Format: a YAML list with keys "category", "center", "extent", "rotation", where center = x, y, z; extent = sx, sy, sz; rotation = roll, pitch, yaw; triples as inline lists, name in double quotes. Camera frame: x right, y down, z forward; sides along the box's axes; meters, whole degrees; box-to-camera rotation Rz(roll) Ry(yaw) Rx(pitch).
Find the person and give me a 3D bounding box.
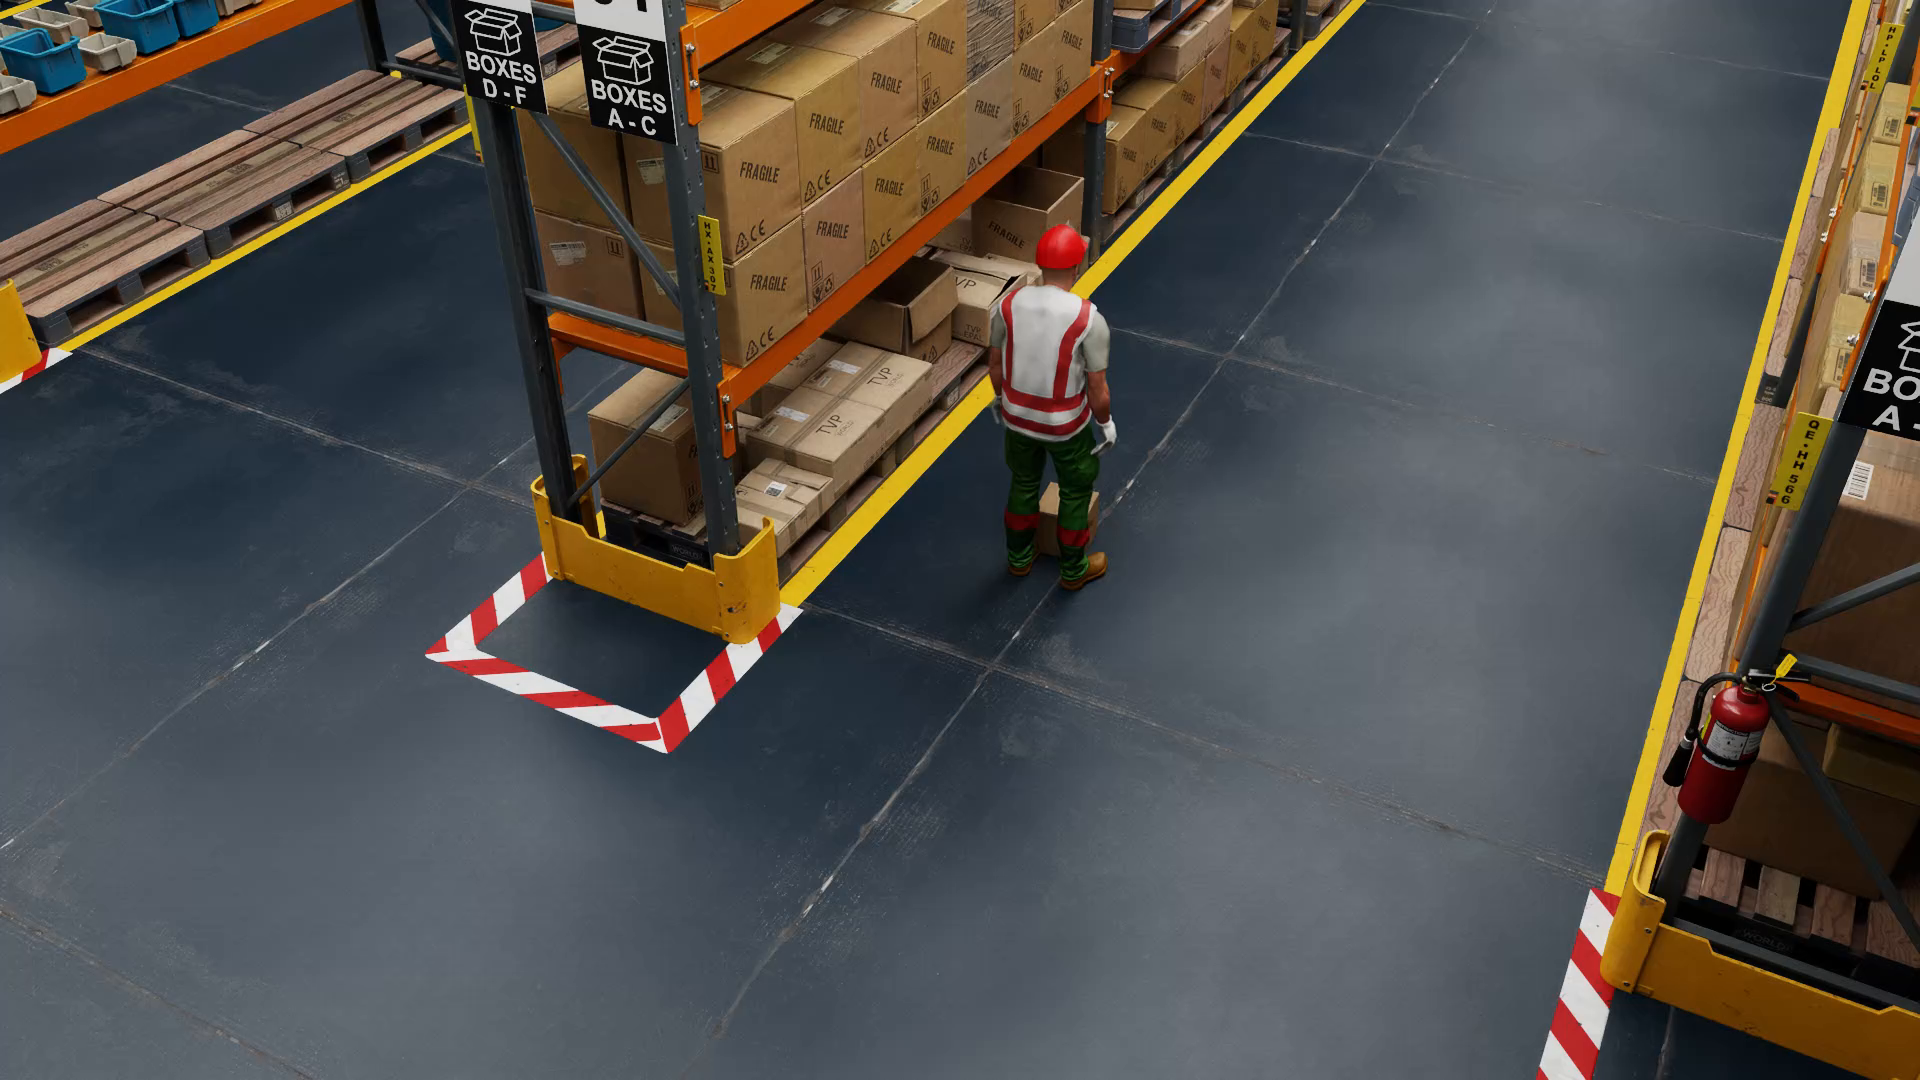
- category: "person"
  center: [0.417, -0.566, 7.472]
  extent: [0.607, 1.778, 0.452]
  rotation: [18, 41, 22]
